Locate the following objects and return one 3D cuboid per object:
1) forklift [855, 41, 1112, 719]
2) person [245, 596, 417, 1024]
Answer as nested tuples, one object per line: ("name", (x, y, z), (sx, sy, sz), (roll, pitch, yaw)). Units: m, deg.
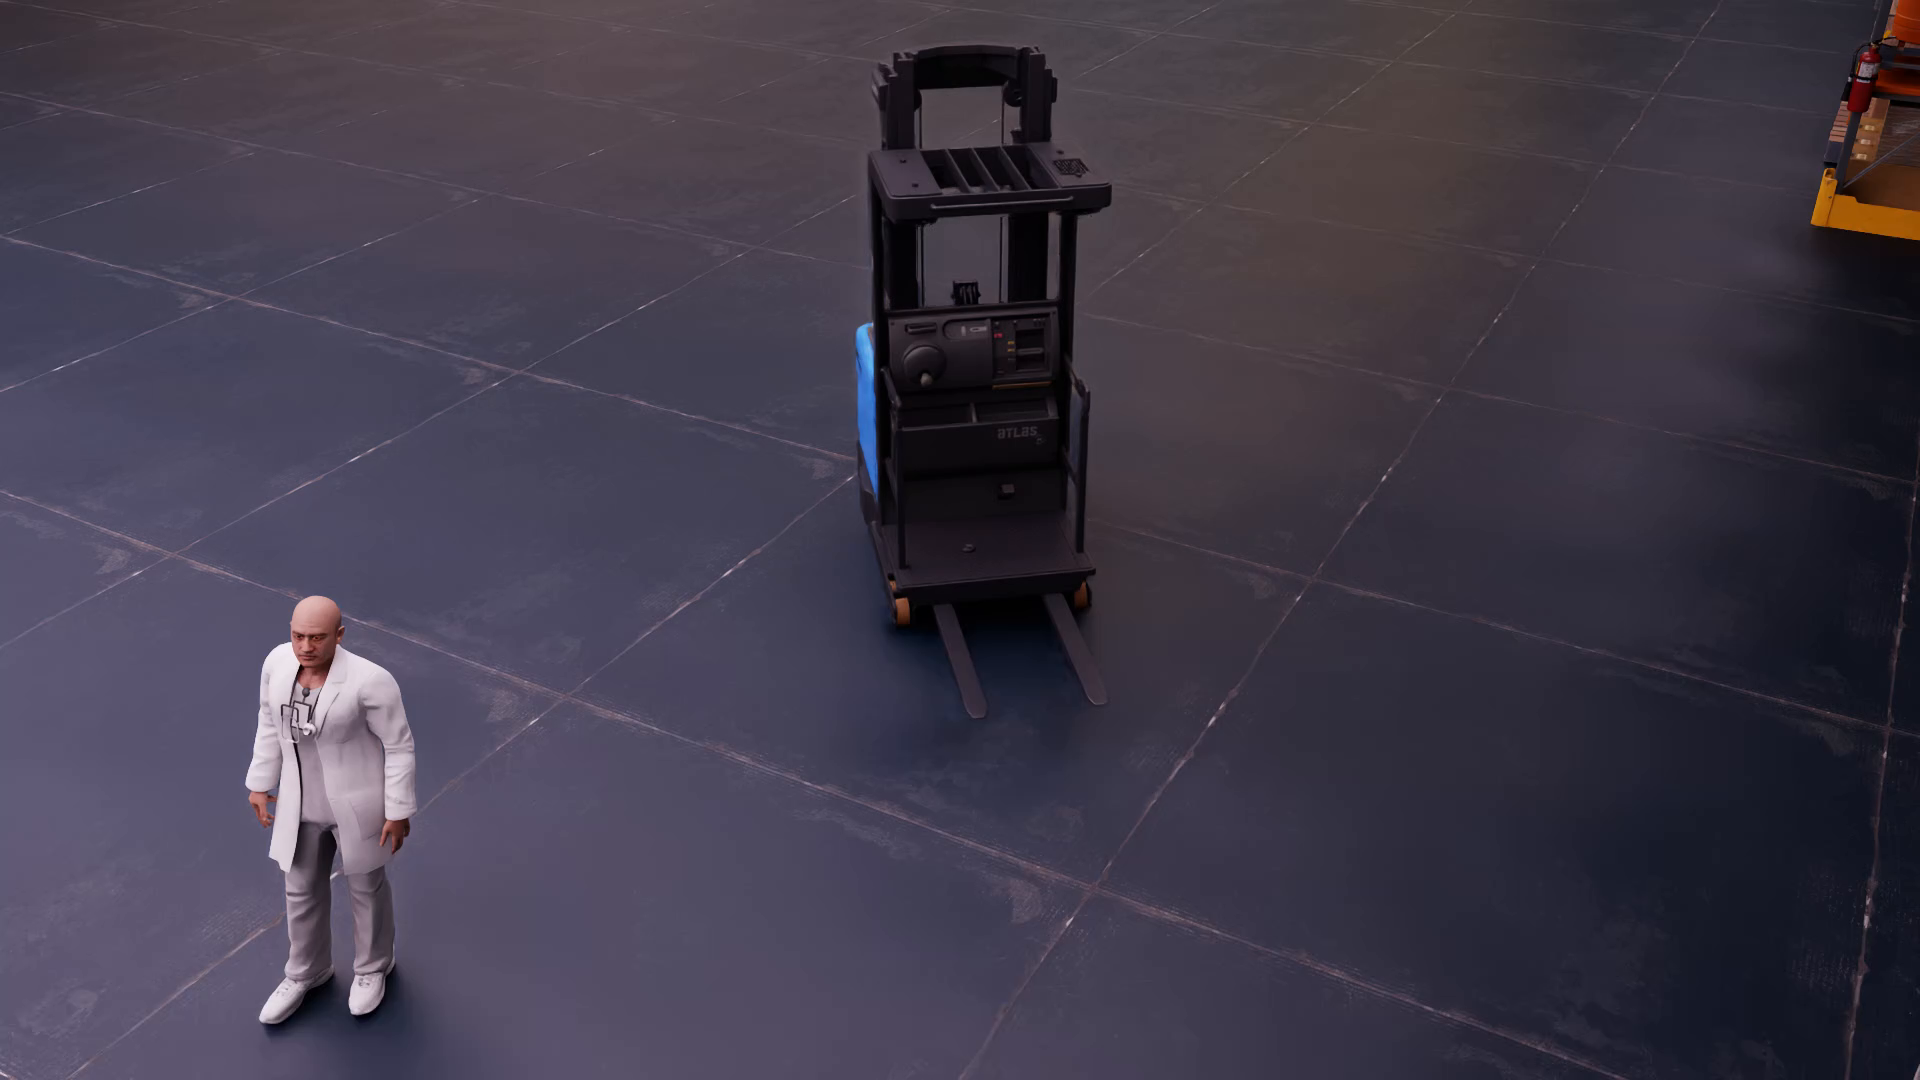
("forklift", (0.120, -0.986, 8.779), (1.130, 2.935, 3.031), (-5, 30, -9))
("person", (-2.435, 1.063, 6.369), (0.694, 1.775, 0.581), (6, 30, 10))
